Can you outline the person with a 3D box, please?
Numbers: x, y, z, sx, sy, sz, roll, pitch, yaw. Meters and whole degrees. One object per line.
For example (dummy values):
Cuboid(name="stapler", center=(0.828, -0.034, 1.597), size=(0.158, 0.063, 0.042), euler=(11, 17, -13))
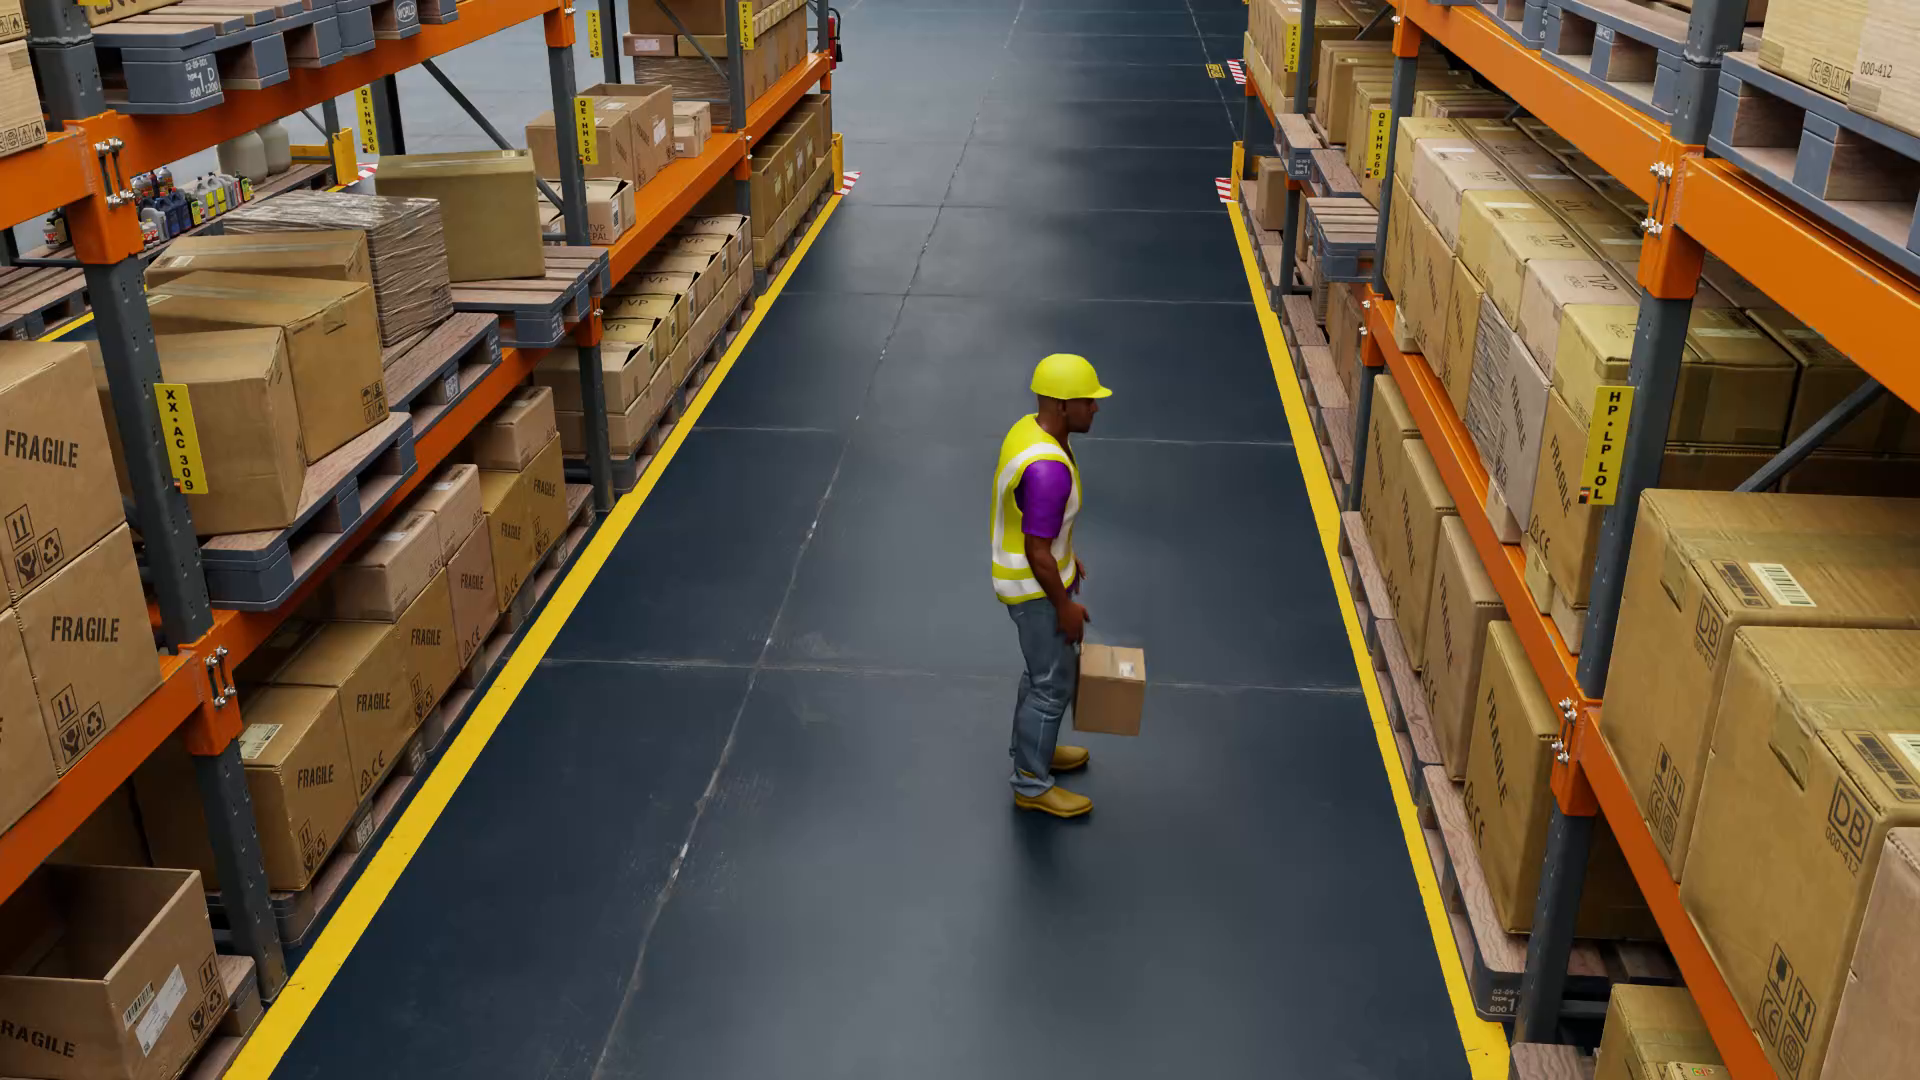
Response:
Cuboid(name="person", center=(0.325, 0.153, 6.240), size=(0.435, 1.764, 0.594), euler=(1, 24, 3))
